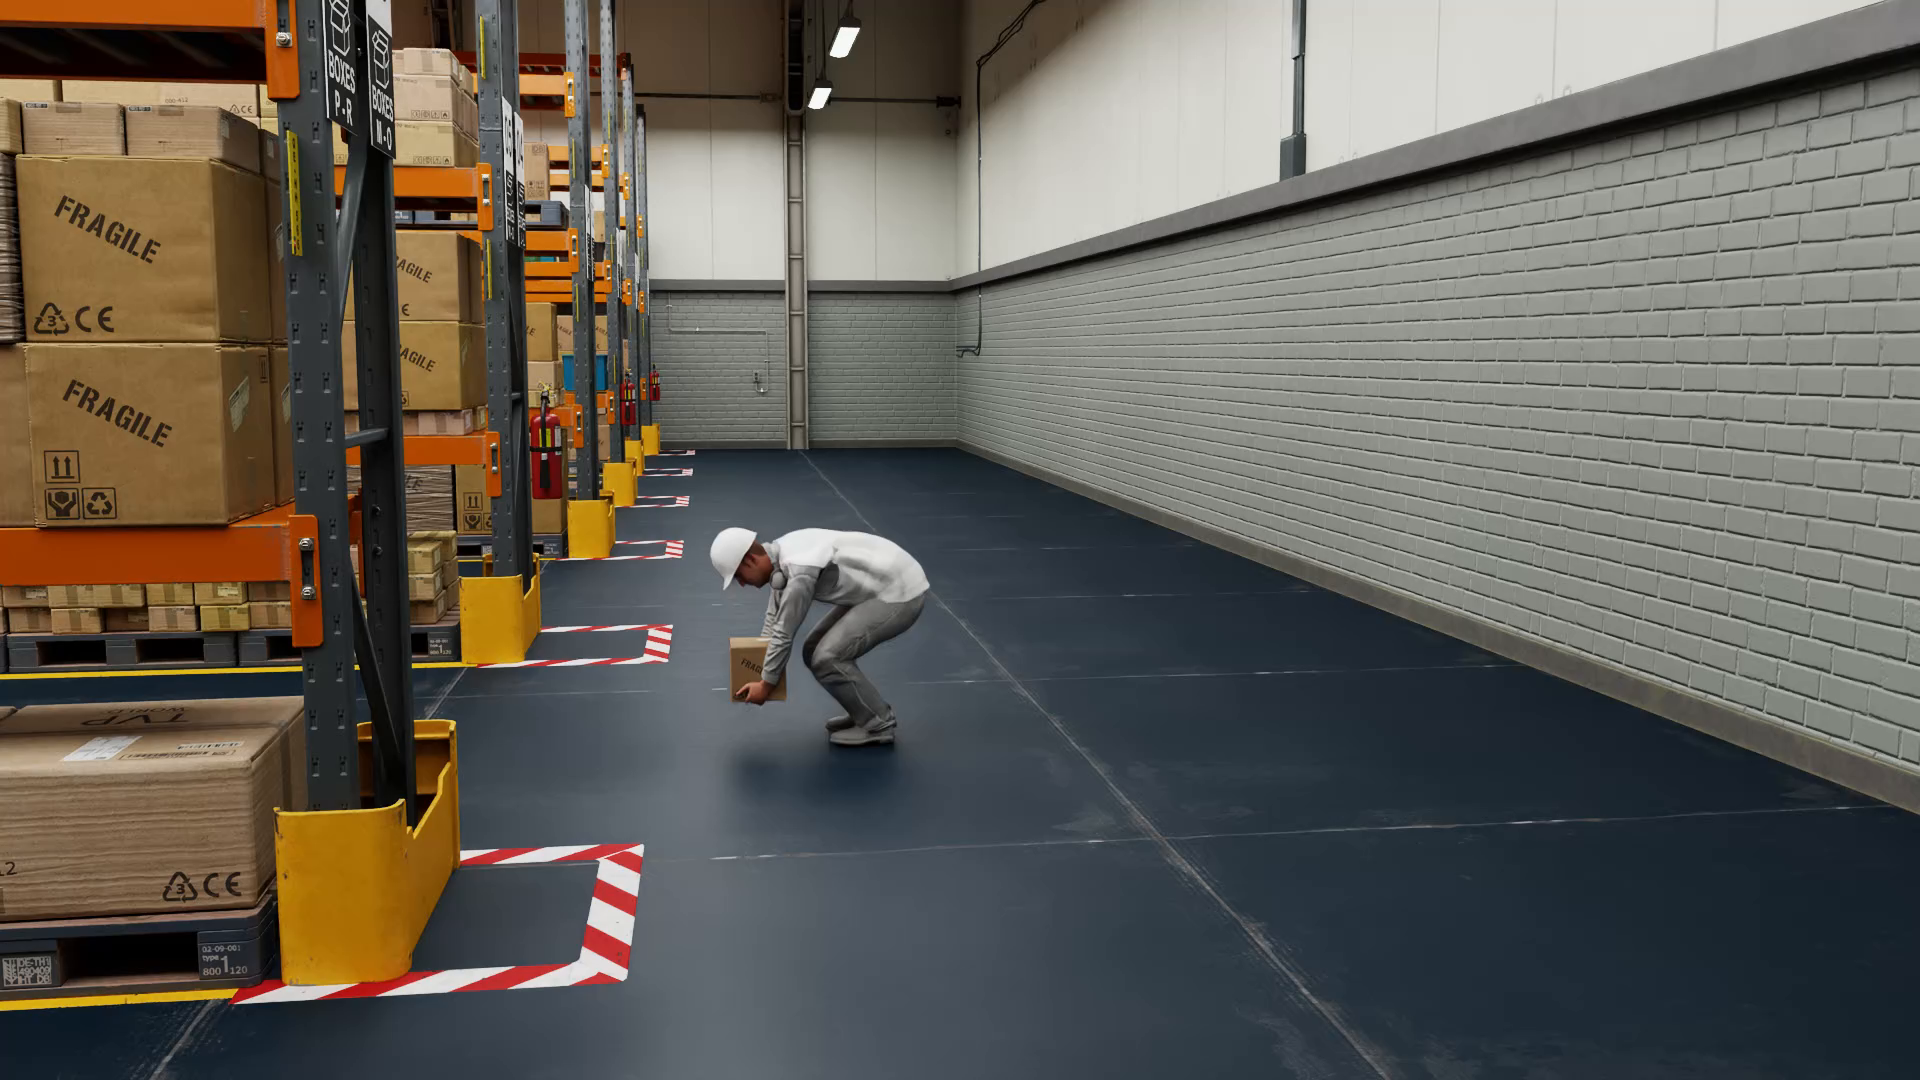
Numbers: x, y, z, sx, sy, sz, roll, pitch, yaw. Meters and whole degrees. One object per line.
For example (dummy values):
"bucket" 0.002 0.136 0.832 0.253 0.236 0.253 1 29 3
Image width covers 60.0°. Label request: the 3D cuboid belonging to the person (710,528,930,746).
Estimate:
"person" -0.640 0.428 7.626 0.989 0.992 0.519 -1 7 -11
